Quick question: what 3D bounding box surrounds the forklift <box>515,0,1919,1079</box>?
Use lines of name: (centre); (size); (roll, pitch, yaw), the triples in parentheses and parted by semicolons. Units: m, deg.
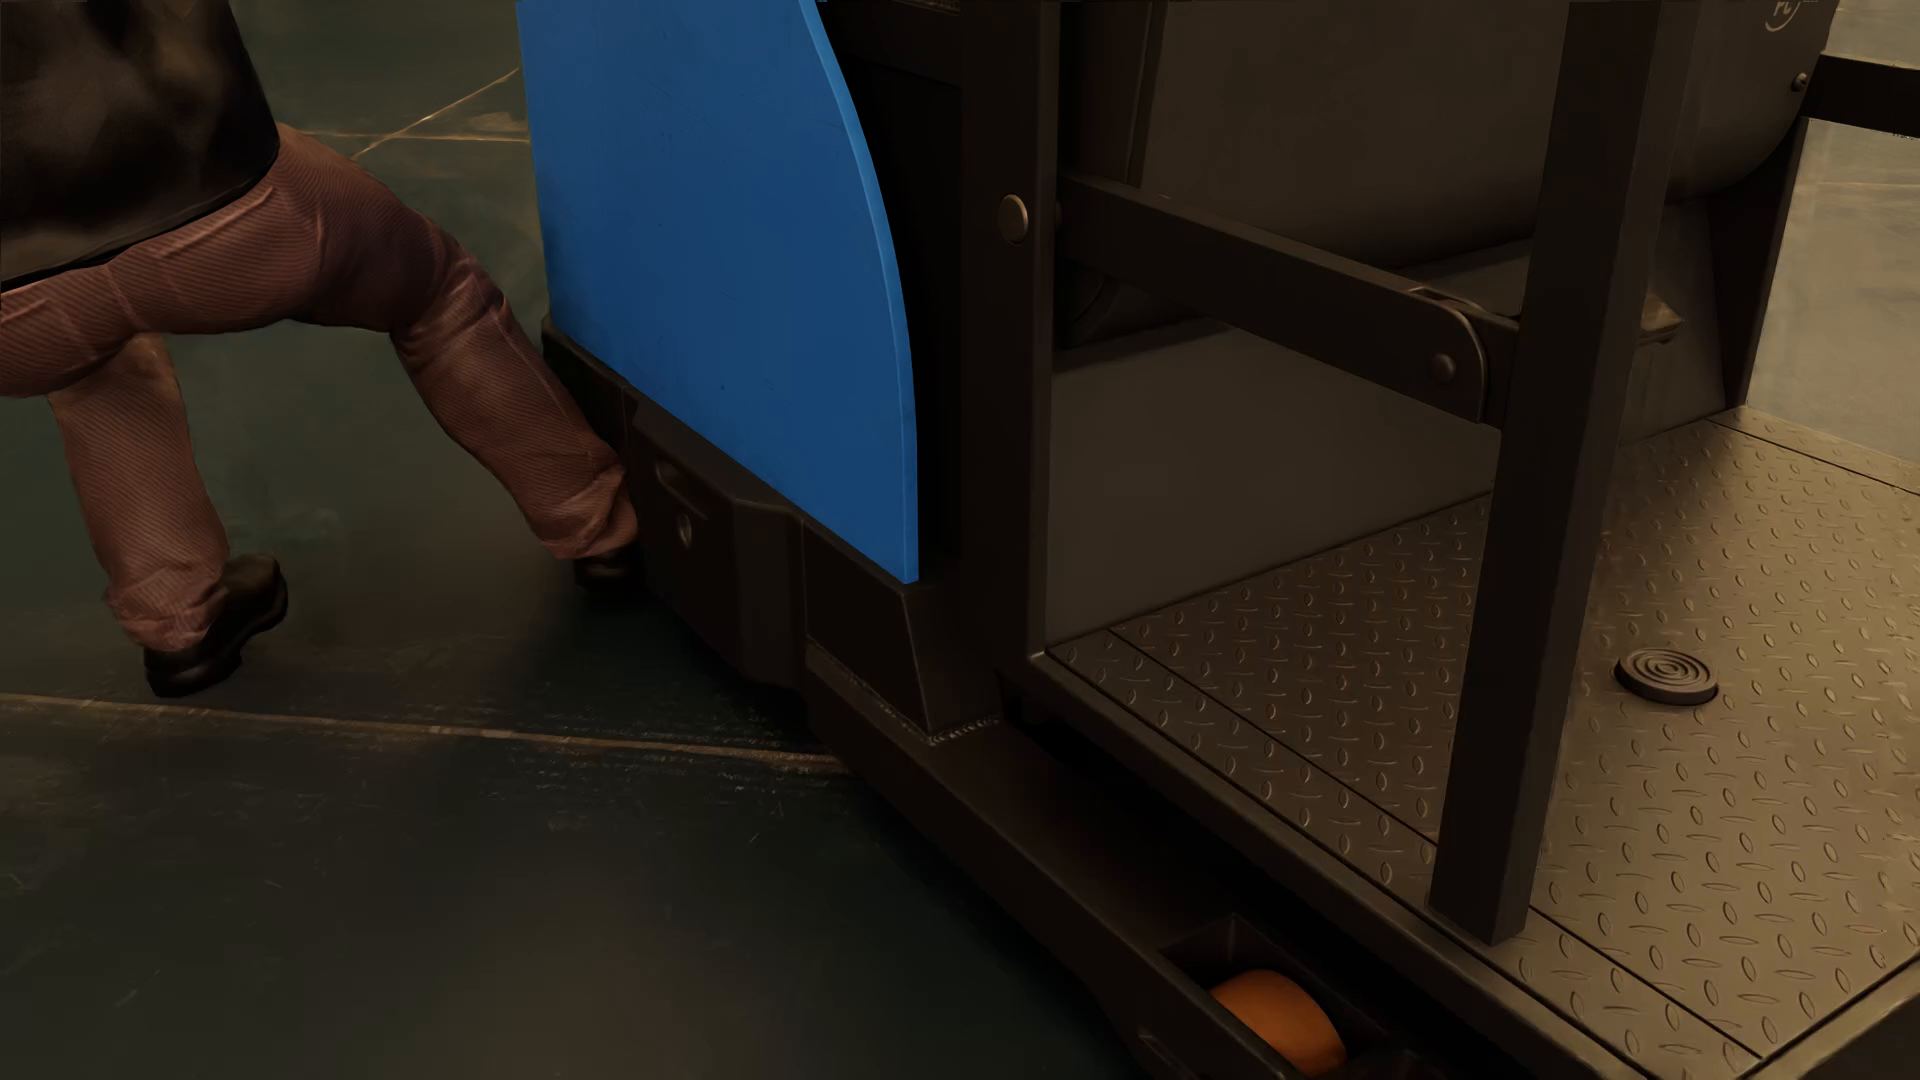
forklift: (0.621, -0.946, 1.112); (1.130, 2.935, 3.031); (-17, 31, -30)

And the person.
person: (-1.031, -0.462, 1.810); (1.577, 1.430, 0.793); (-13, 29, -25)
